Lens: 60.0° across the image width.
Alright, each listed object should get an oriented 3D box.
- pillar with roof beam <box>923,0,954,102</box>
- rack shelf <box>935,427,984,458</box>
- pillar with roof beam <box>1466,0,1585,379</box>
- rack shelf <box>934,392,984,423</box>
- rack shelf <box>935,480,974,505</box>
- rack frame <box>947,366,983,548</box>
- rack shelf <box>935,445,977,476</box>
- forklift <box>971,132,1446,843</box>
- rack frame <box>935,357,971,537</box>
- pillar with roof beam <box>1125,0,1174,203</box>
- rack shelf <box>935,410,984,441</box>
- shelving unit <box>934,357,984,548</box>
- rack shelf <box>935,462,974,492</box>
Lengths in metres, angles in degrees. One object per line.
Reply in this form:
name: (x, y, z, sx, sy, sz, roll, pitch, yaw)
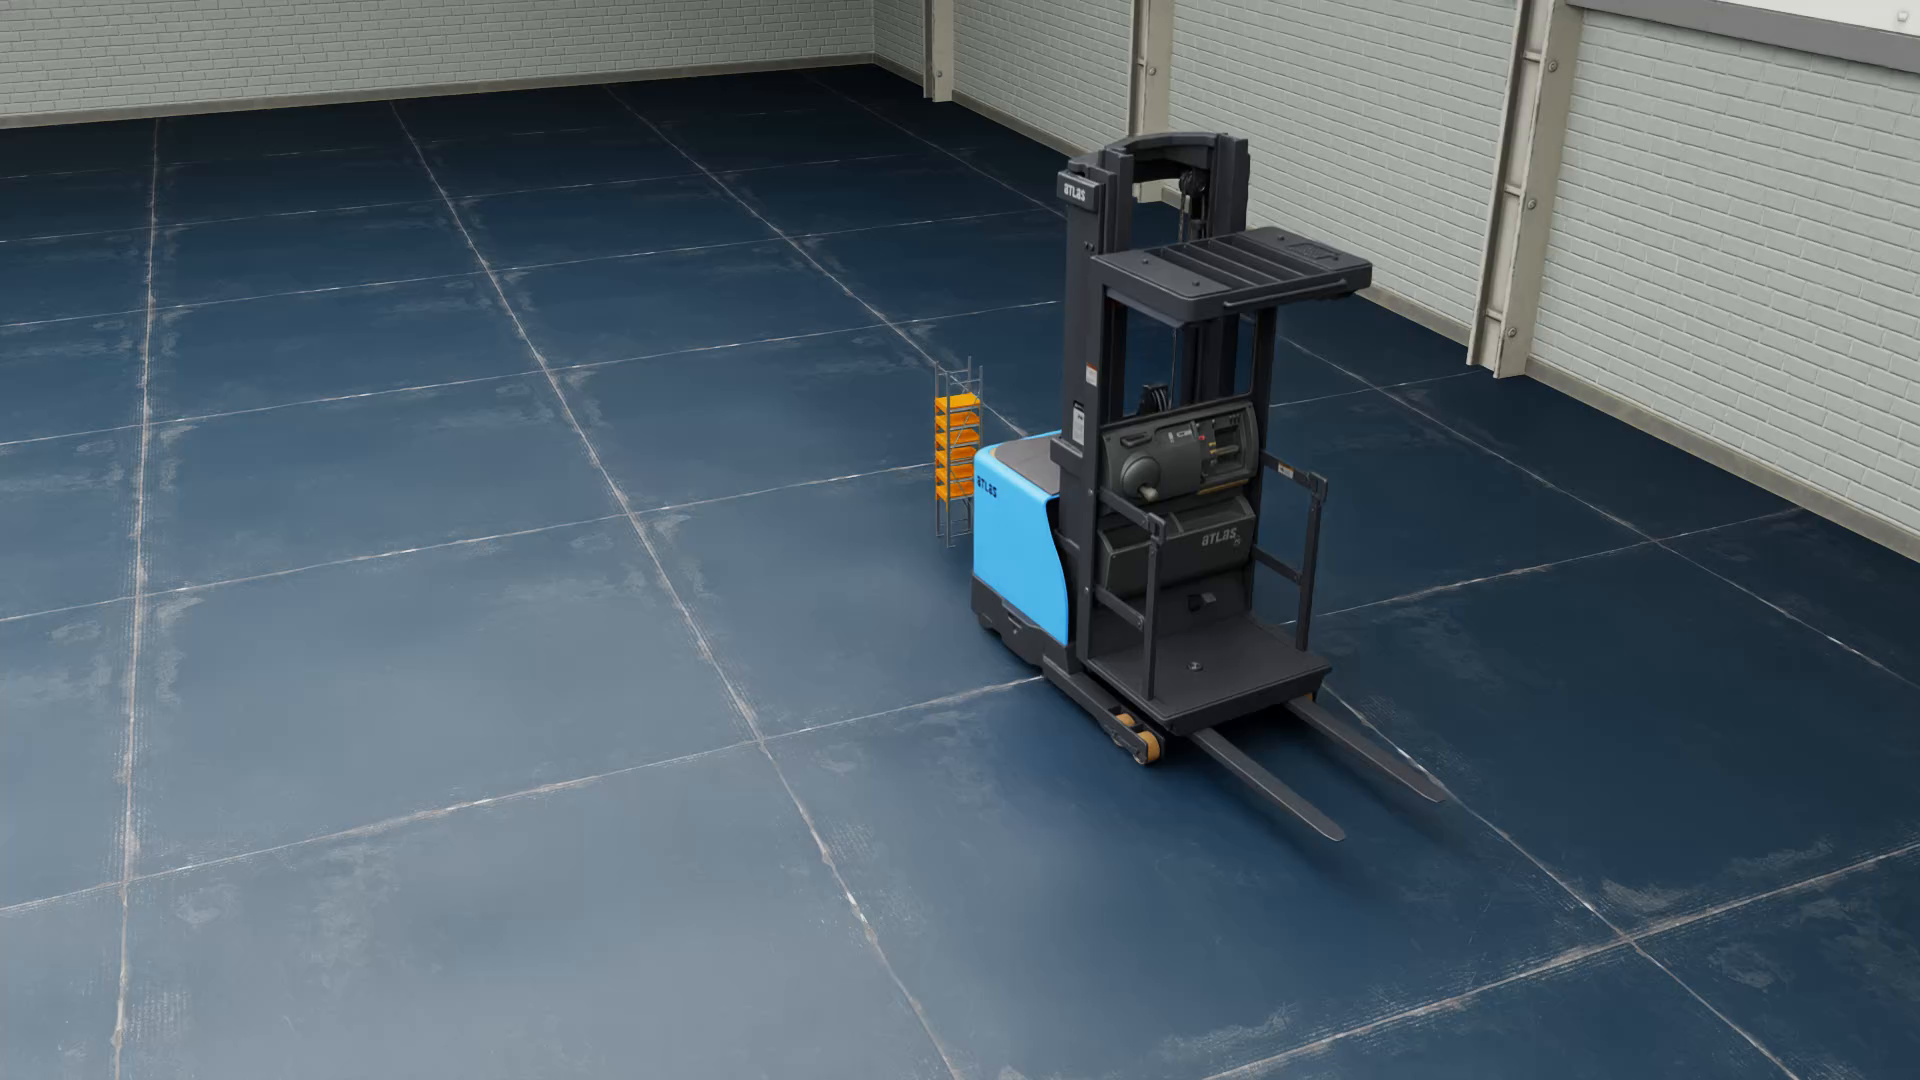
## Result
pillar with roof beam: (-4.263, -9.556, 20.066, 9.100, 9.000, 0.400, -11, 28, -21)
rack shelf: (-0.006, -0.613, 10.466, 0.258, 0.103, 0.180, -11, 28, -21)
pillar with roof beam: (0.437, -4.712, 10.143, 9.100, 9.000, 0.400, -11, 28, -21)
rack shelf: (-0.006, -0.829, 10.360, 0.258, 0.103, 0.180, -11, 28, -21)
rack shelf: (-0.006, -0.289, 10.624, 0.258, 0.103, 0.180, -11, 28, -21)
rack frame: (0.030, -0.508, 10.423, 0.240, 1.200, 0.006, -11, 28, -21)
rack shelf: (-0.006, -0.505, 10.518, 0.258, 0.103, 0.180, -11, 28, -21)
forklift: (1.232, -0.410, 8.250, 1.130, 2.935, 3.031, -14, 29, -26)
rack frame: (-0.042, -0.582, 10.574, 0.240, 1.200, 0.006, -11, 28, -21)
pillar with roof beam: (-1.913, -7.134, 15.104, 9.100, 9.000, 0.400, -11, 28, -21)
rack shelf: (-0.006, -0.721, 10.413, 0.258, 0.103, 0.180, -11, 28, -21)
shelving unit: (-0.006, -0.545, 10.499, 0.258, 1.200, 0.189, -11, 28, -21)
rack shelf: (-0.006, -0.397, 10.571, 0.258, 0.103, 0.180, -11, 28, -21)
